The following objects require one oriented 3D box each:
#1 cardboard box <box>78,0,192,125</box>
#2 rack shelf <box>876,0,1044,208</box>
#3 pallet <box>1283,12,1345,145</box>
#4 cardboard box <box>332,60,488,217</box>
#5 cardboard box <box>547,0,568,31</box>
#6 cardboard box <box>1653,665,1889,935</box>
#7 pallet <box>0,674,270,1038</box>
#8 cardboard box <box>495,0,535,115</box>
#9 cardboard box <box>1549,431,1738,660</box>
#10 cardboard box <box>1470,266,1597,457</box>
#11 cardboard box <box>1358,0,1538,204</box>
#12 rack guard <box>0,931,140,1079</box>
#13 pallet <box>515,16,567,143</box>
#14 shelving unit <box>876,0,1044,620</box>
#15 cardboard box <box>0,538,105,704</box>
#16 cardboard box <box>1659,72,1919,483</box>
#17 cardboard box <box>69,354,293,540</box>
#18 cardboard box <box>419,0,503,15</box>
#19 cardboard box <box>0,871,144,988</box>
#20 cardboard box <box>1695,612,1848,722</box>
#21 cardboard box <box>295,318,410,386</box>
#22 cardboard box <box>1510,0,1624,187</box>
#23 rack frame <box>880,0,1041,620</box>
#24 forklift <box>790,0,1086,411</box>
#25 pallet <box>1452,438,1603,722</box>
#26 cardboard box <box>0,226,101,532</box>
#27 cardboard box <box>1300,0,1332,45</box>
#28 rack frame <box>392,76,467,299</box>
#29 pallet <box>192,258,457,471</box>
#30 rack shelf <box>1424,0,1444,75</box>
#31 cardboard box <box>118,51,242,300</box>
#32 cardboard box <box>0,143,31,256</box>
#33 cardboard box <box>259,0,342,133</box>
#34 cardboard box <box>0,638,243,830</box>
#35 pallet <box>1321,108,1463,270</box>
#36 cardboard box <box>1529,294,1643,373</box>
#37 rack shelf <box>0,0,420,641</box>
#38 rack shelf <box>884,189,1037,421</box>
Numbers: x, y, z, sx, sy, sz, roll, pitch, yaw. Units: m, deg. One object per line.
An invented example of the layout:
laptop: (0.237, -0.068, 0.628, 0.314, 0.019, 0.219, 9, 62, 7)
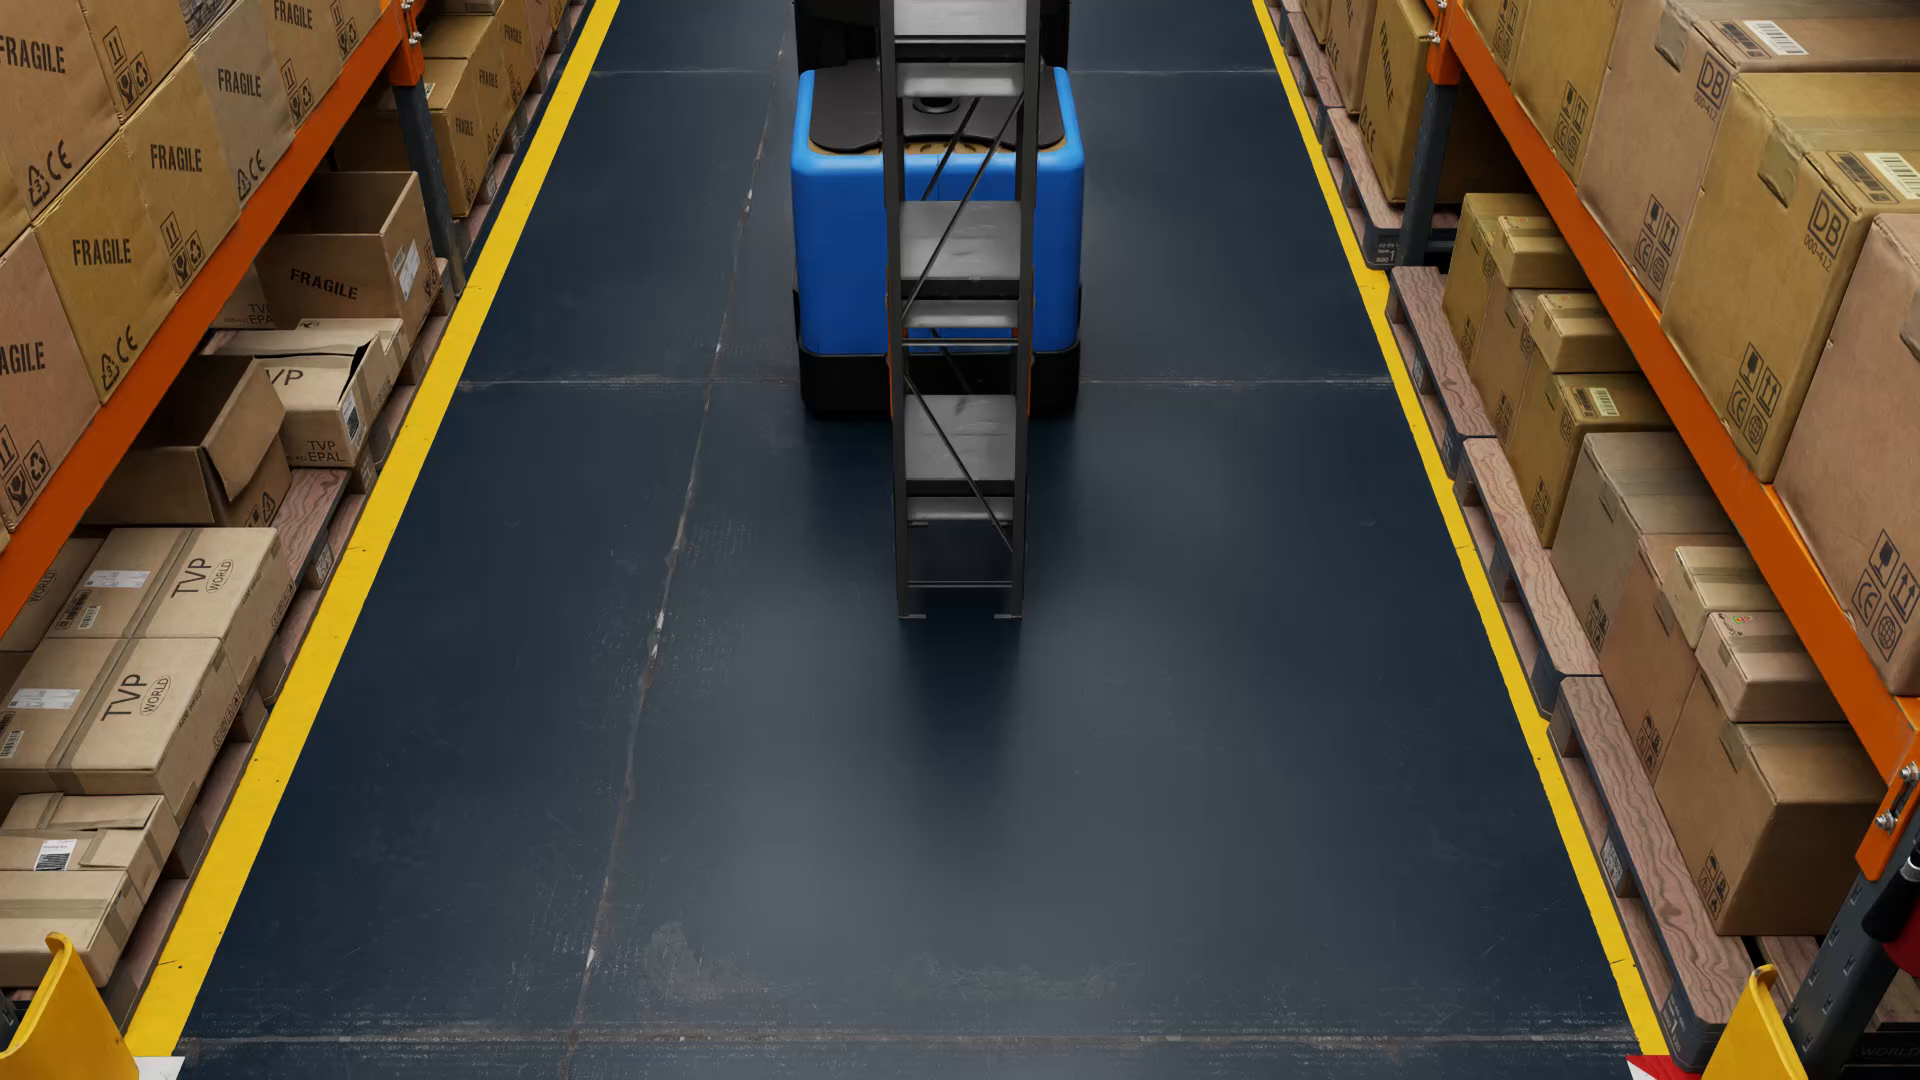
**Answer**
cardboard box: (-2.348, -1.388, 4.204, 0.500, 0.500, 0.500, 0, 39, 0)
rack shelf: (0.000, -1.251, 4.535, 0.431, 0.518, 0.480, 0, 39, 0)
pallet: (2.263, -2.390, 8.564, 1.003, 0.211, 1.213, 0, 39, 0)
cardboard box: (-2.367, -1.724, 7.150, 0.500, 0.500, 0.500, -2, 39, -2)
cardboard box: (-2.379, -3.014, 8.760, 0.500, 0.500, 0.500, -1, 39, -2)
cardboard box: (2.247, 0.644, 4.210, 0.700, 0.500, 0.500, 0, 39, 0)
pallet: (-2.608, 0.819, 4.560, 1.003, 0.211, 1.213, 0, 39, 0)
cardboard box: (-2.372, -2.370, 7.956, 0.500, 0.500, 0.500, 0, 39, 0)
cardboard box: (2.245, 0.017, 4.993, 0.700, 0.500, 0.500, -1, 39, -2)
cardboard box: (2.239, -0.638, 5.810, 0.700, 0.500, 0.500, 0, 39, -1)
cardboard box: (2.213, -1.962, 7.183, 0.750, 0.750, 0.750, 0, 39, 0)
rack guard: (-2.606, 1.204, 3.847, 1.175, 0.500, 0.348, 0, 39, 0)
pallet: (-2.653, -2.410, 8.589, 1.003, 0.211, 1.213, 0, 39, 0)
shelving unit: (0.000, -0.716, 4.964, 0.431, 2.100, 0.503, 0, 39, 0)
cardboard box: (-2.824, 0.244, 4.894, 0.500, 0.250, 0.500, 0, 39, 0)
cardboard box: (2.325, -0.620, 3.886, 0.980, 0.700, 0.700, 0, 39, 0)
cardboard box: (-2.603, -0.248, 5.305, 0.797, 0.503, 0.637, 0, 39, 0)
cardboard box: (-2.368, -2.642, 7.696, 0.500, 0.250, 0.500, 0, 39, 0)
cardboard box: (-2.263, 0.955, 4.088, 0.380, 0.149, 0.250, 0, 39, 0)
cardboard box: (2.065, 0.311, 4.108, 0.380, 0.149, 0.250, 0, 39, -1)
cardboard box: (-2.266, -0.694, 6.145, 0.380, 0.149, 0.250, 0, 39, 0)
cardboard box: (2.323, -1.552, 5.049, 0.980, 0.700, 0.700, -1, 39, -1)
rack frame: (0.000, -0.563, 4.774, 0.400, 2.100, 0.015, 0, 39, 0)
forklift: (-0.118, -2.527, 6.559, 1.130, 2.935, 3.031, -1, 39, -1)
pallet: (2.270, 0.098, 5.459, 1.003, 0.211, 1.213, 0, 39, 0)
cardboard box: (-2.348, -0.363, 3.724, 0.500, 0.500, 0.500, 0, 39, 0)
cardboard box: (2.203, -3.050, 8.540, 0.750, 0.750, 0.750, 0, 39, 0)
rack frame: (-2.610, -2.225, 6.128, 1.000, 3.000, 0.127, 0, 39, 0)
pallet: (-2.611, -0.707, 6.464, 1.003, 0.211, 1.213, 0, 39, 0)
rack shelf: (2.341, -3.201, 7.921, 1.077, 0.370, 4.000, 0, 39, 0)
cardboard box: (-2.345, -0.989, 4.506, 0.500, 0.500, 0.500, 0, 39, 1)
cardboard box: (-2.351, -0.757, 3.417, 0.500, 0.500, 0.500, 0, 39, 0)
cardboard box: (-2.351, -1.629, 5.304, 0.500, 0.500, 0.500, 1, 39, 1)
cardboard box: (-2.323, 0.525, 4.544, 0.500, 0.250, 0.500, 0, 39, 0)
pallet: (2.267, -1.625, 7.609, 1.003, 0.211, 1.213, 0, 39, 0)
cardboard box: (2.060, -0.664, 5.324, 0.380, 0.149, 0.250, -1, 39, -1)
rack shelf: (-2.608, -0.694, 4.792, 1.077, 0.370, 4.000, 0, 39, 0)
rack shelf: (0.000, -0.705, 4.973, 0.431, 0.518, 0.480, 0, 39, 0)
